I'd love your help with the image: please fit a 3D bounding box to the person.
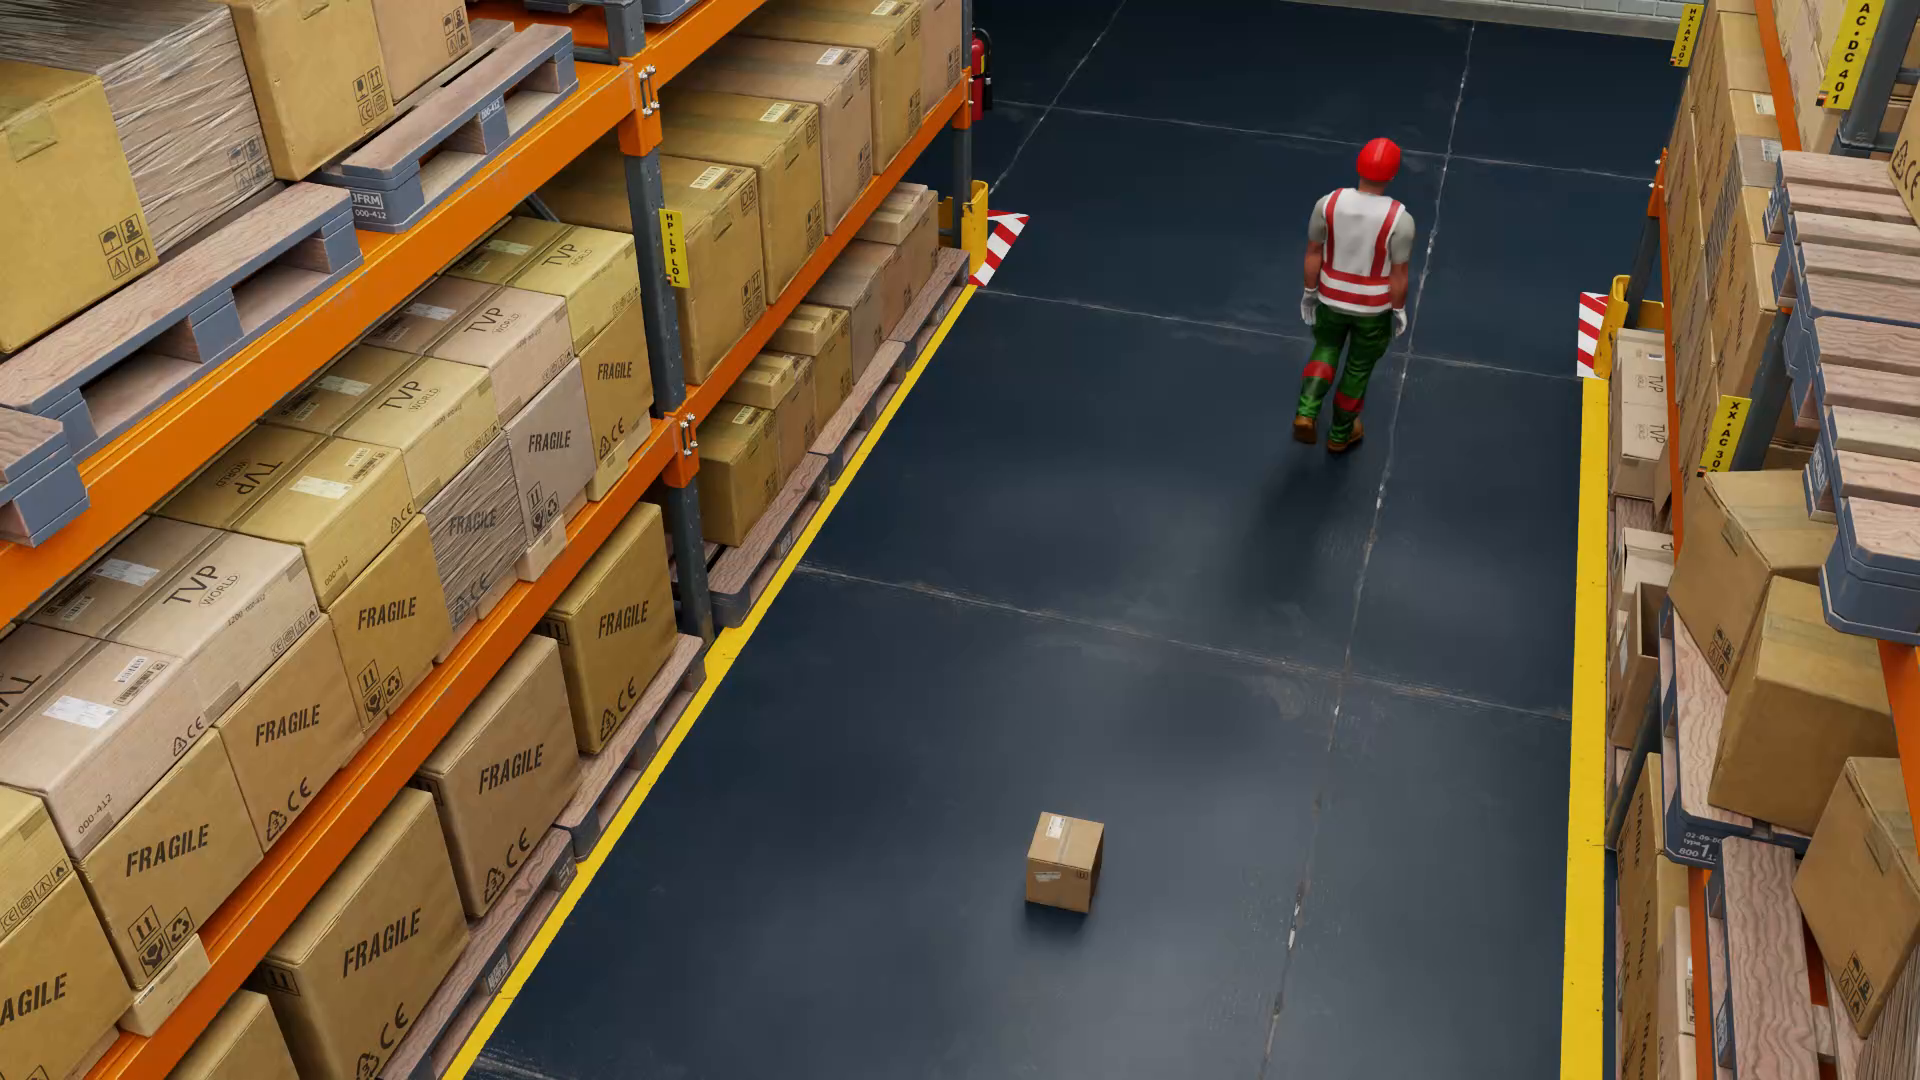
[{"bbox_3d":[2.002,-1.208,8.454,0.545,1.781,0.545,21,41,25],"label":"person"}]
